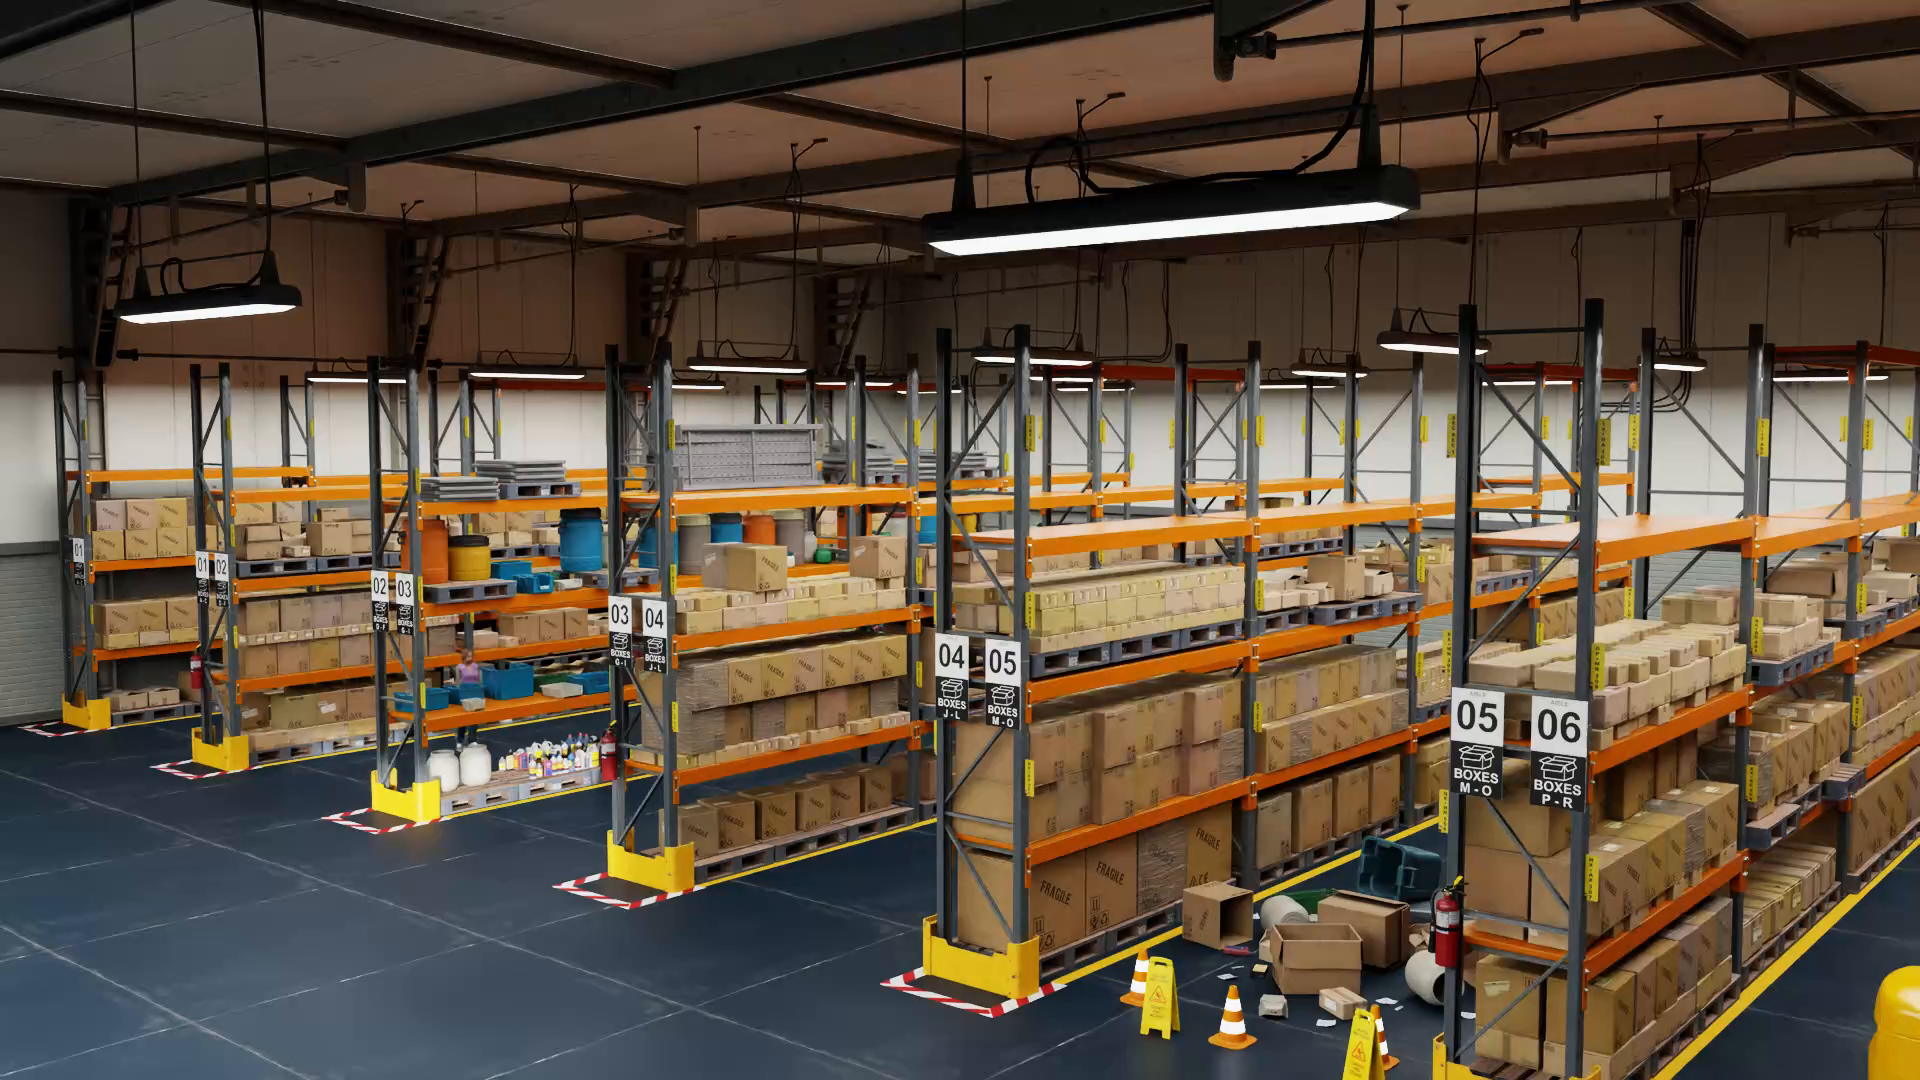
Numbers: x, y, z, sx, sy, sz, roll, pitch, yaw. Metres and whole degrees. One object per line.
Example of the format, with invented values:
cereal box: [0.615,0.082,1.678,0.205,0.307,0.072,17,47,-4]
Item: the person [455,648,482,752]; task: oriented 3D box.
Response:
person: [-7.688,2.495,26.085,0.467,1.609,0.356,-3,5,-40]
